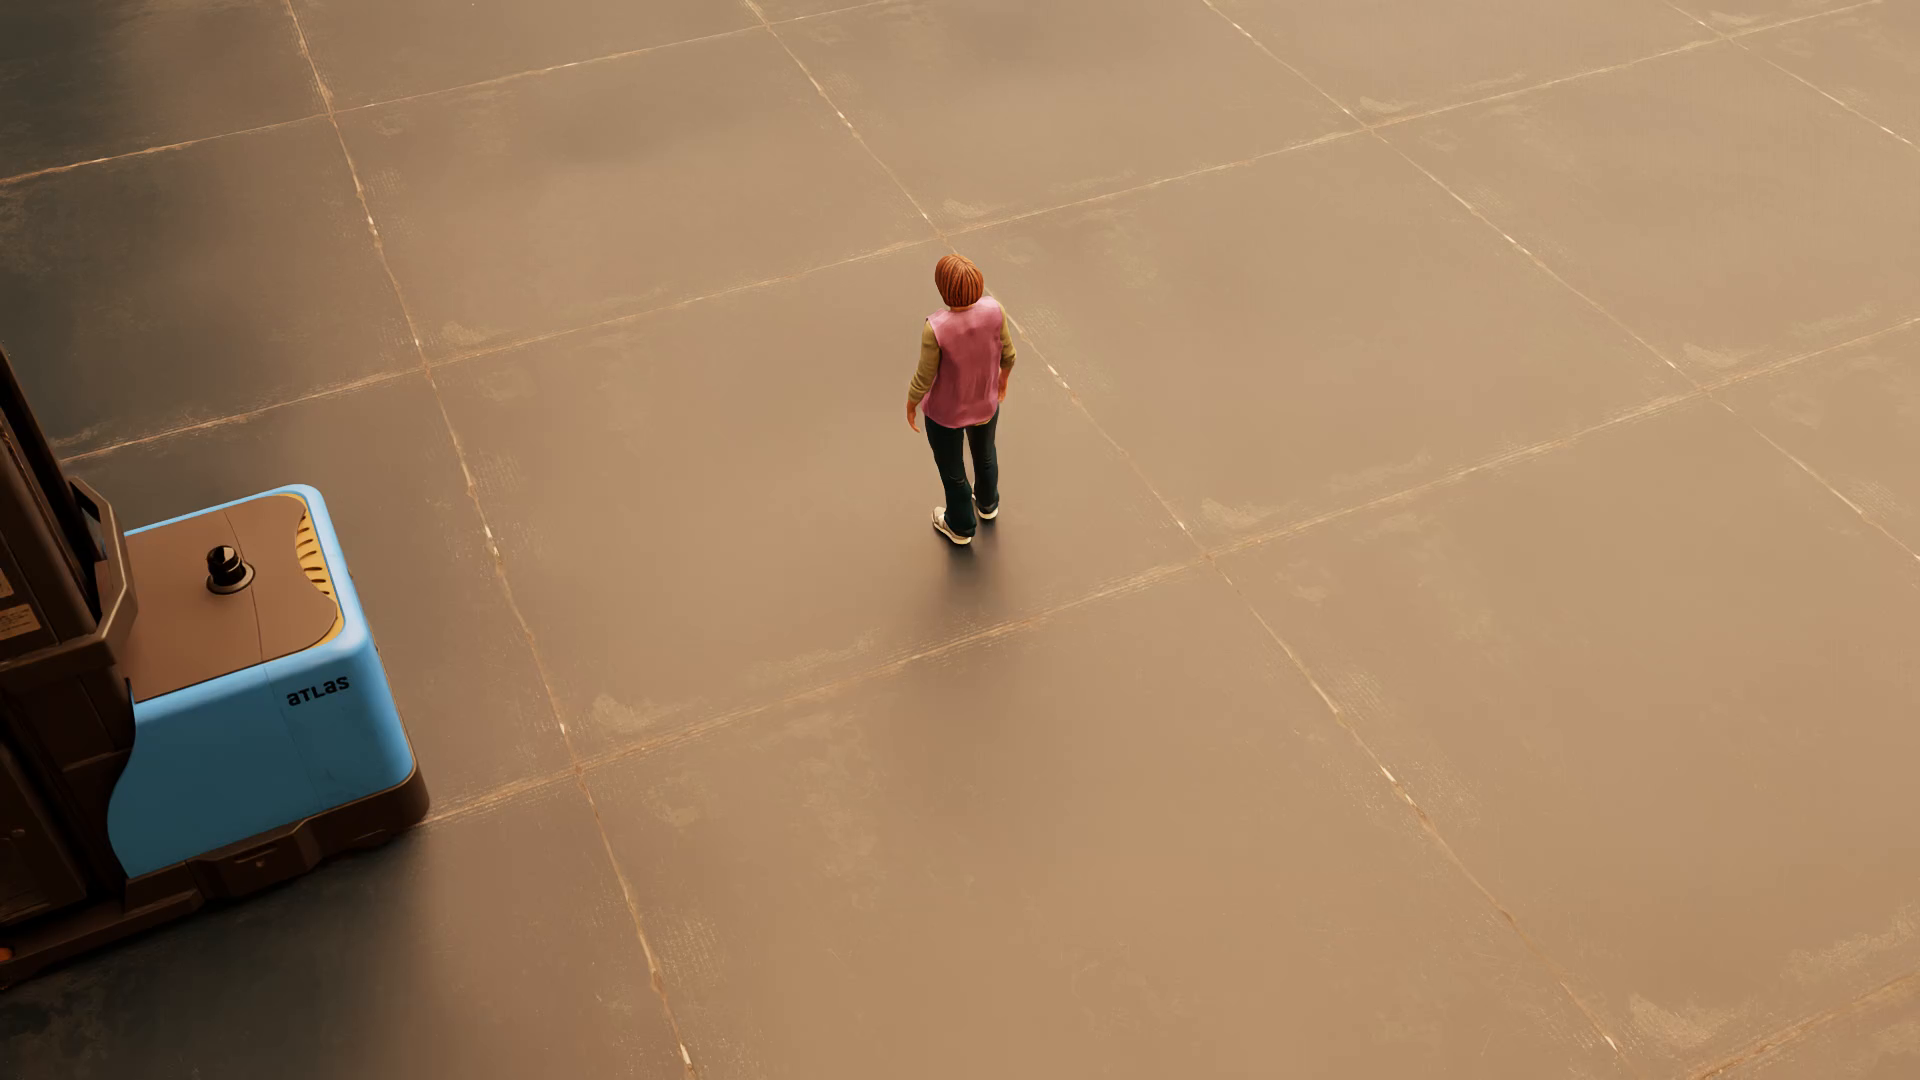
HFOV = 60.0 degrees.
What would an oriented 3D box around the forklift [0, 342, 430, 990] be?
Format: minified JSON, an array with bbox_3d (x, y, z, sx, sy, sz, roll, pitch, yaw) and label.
[{"bbox_3d":[-3.655,0.217,5.447,3.031,2.935,1.130,-19,46,-19],"label":"forklift"}]

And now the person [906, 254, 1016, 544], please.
[{"bbox_3d":[-0.019,-0.639,7.333,0.521,1.599,0.473,-18,46,-18],"label":"person"}]
